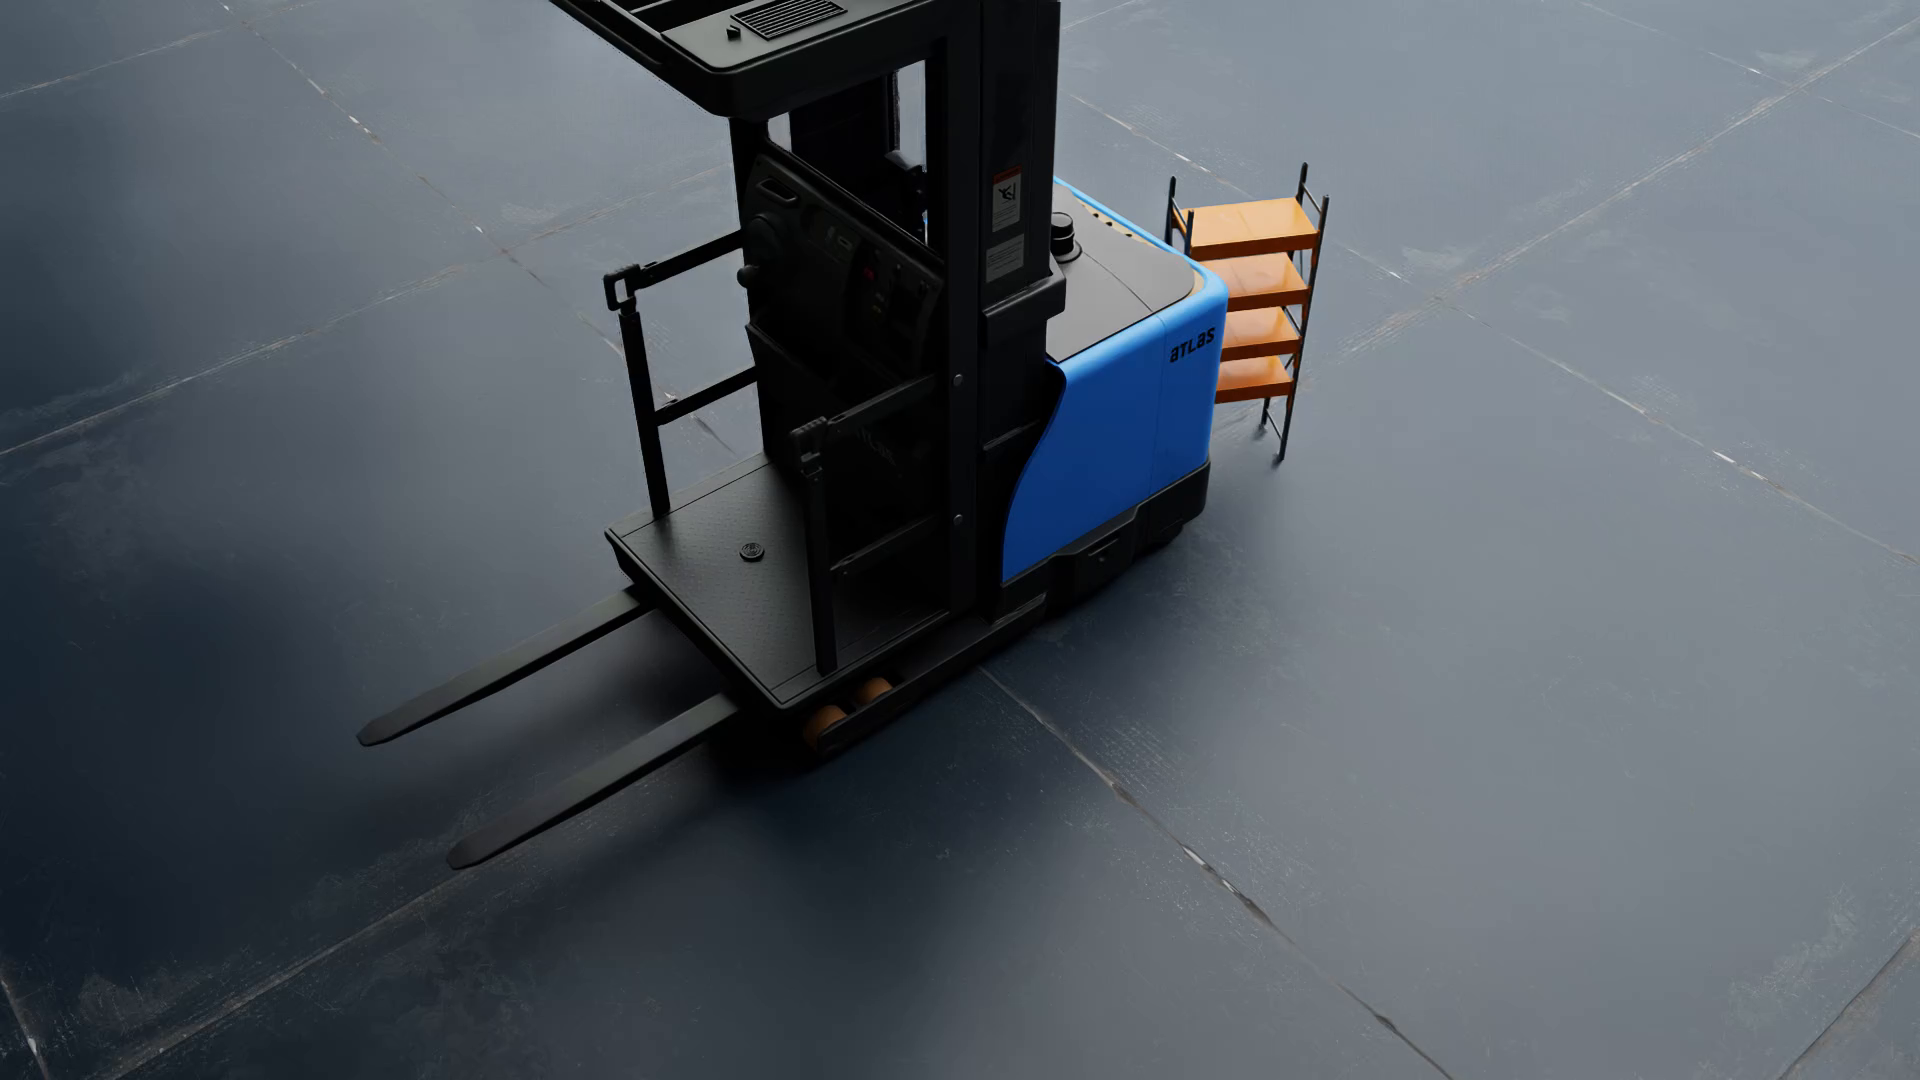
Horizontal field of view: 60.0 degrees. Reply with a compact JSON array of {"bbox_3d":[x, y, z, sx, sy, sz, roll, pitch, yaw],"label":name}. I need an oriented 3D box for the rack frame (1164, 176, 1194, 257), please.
[{"bbox_3d":[0.772,-0.767,6.190,0.015,1.200,0.240,-8,44,-8],"label":"rack frame"}]

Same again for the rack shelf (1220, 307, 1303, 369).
[{"bbox_3d":[1.012,-0.750,6.270,0.480,0.148,0.258,-8,44,-8],"label":"rack shelf"}]

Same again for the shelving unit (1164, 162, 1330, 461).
[{"bbox_3d":[1.012,-0.799,6.224,0.503,1.200,0.258,-8,44,-8],"label":"shelving unit"}]

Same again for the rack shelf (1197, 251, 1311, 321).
[{"bbox_3d":[1.012,-0.913,6.117,0.480,0.148,0.258,-8,44,-8],"label":"rack shelf"}]

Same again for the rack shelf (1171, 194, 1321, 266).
[{"bbox_3d":[1.012,-1.085,5.955,0.480,0.148,0.258,-8,44,-8],"label":"rack shelf"}]

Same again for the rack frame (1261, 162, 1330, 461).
[{"bbox_3d":[1.251,-0.831,6.258,0.015,1.200,0.240,-8,44,-8],"label":"rack frame"}]

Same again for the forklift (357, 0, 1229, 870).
[{"bbox_3d":[-0.531,-0.769,4.928,3.031,2.935,1.130,-29,51,-28],"label":"forklift"}]

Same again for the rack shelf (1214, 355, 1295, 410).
[{"bbox_3d":[1.012,-0.605,6.406,0.480,0.148,0.258,-8,44,-8],"label":"rack shelf"}]
